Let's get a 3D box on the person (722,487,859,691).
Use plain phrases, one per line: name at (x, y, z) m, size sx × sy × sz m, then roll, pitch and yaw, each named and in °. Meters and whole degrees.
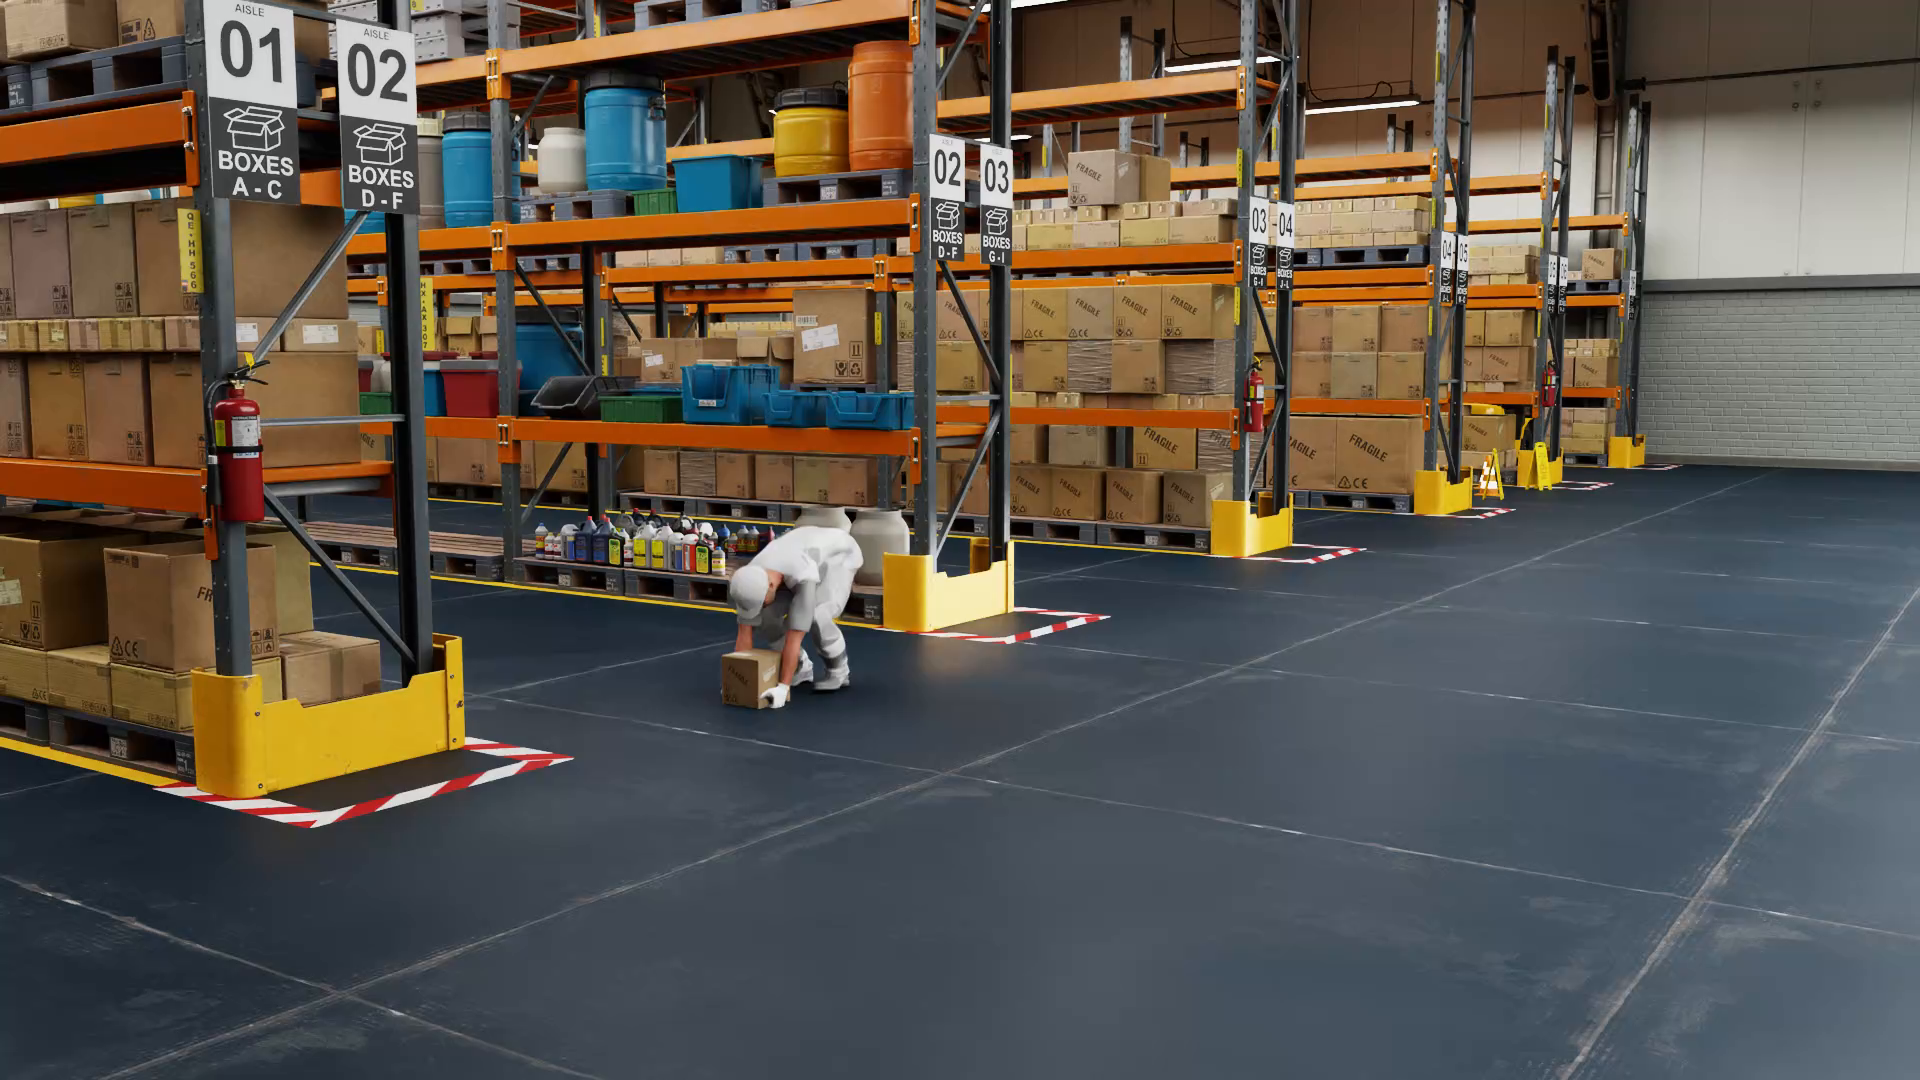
person at (-0.916, 0.279, 8.786) m, size 0.512 × 1.083 × 0.965 m, roll 4°, pitch 7°, yaw 31°
